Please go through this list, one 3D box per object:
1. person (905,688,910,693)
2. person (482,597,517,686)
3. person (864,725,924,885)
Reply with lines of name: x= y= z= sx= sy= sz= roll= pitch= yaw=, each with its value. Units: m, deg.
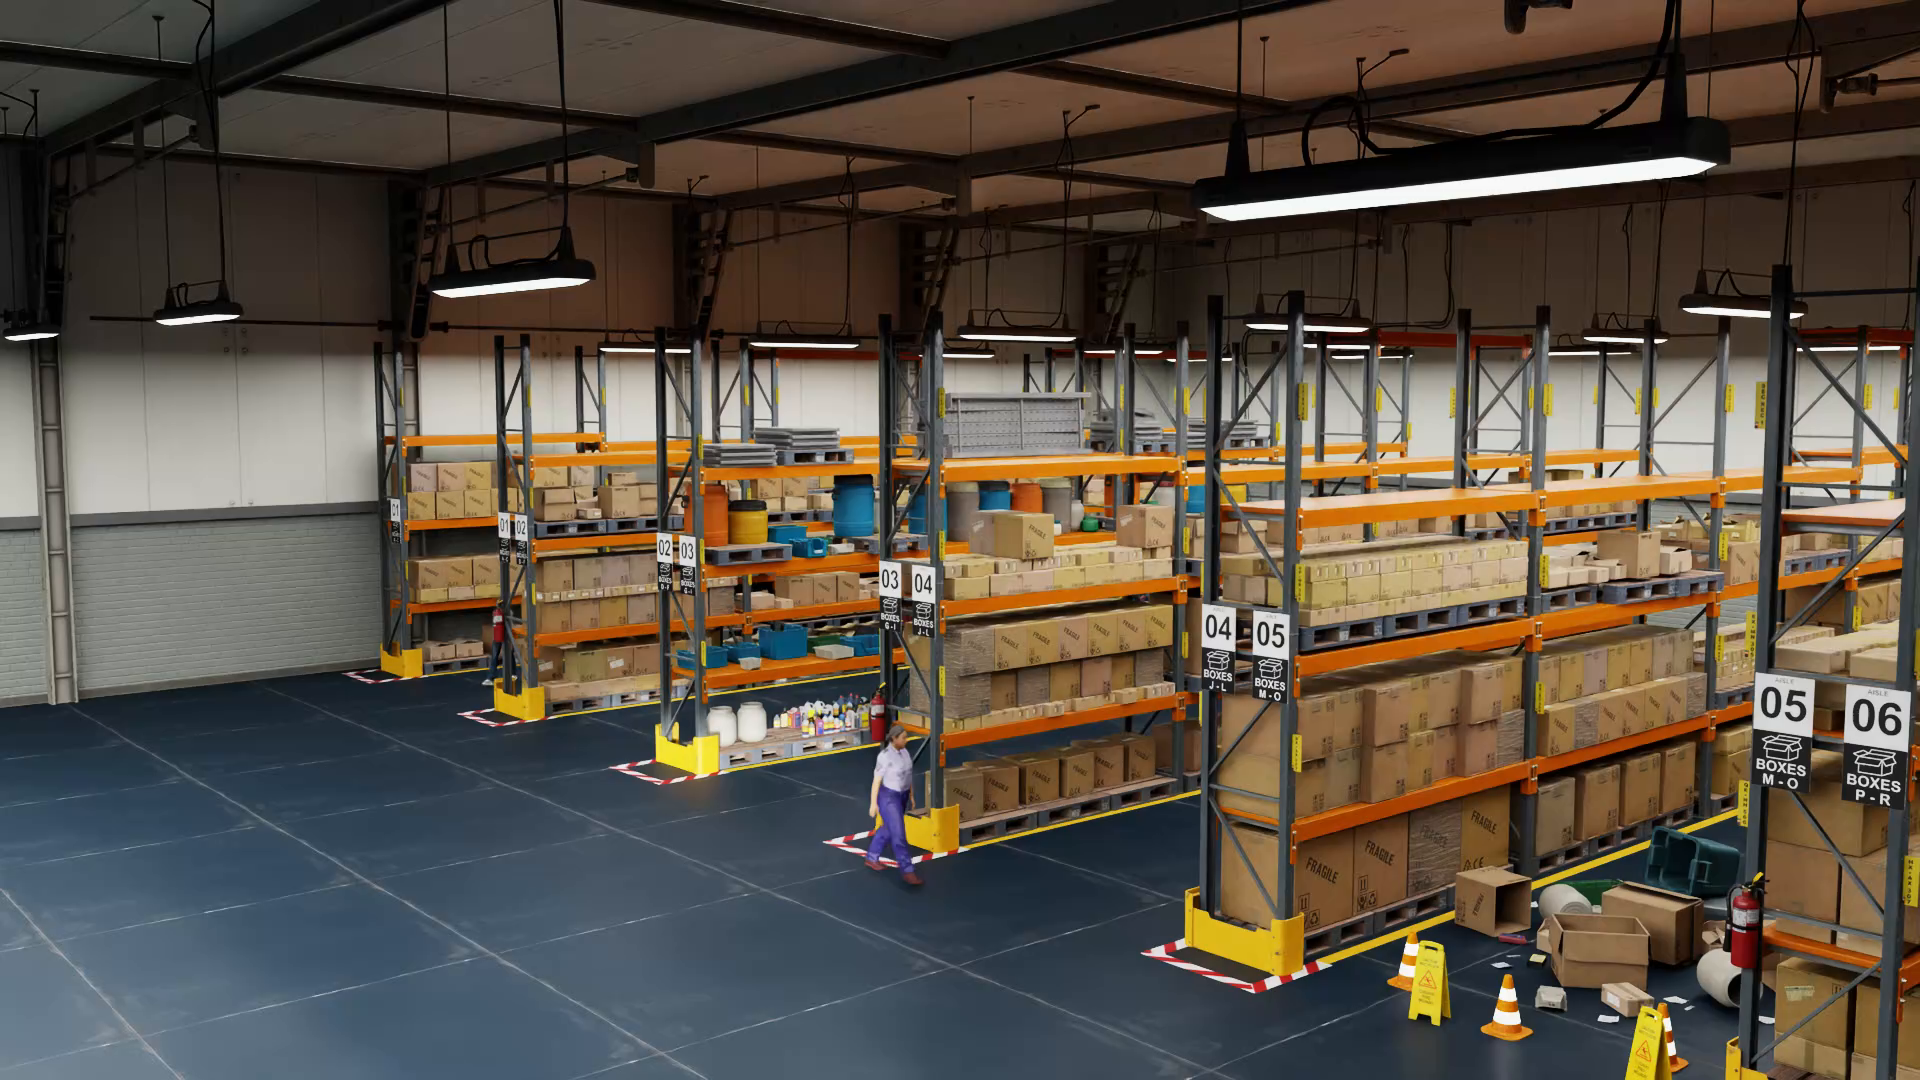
person: x=-0.542 y=1.608 z=26.999 sx=0.953 sy=1.638 sz=0.599 roll=-3 pitch=6 yaw=-28
person: x=-7.961 y=1.746 z=28.860 sx=0.444 sy=1.541 sz=0.975 roll=0 pitch=5 yaw=2
person: x=-0.672 y=2.763 z=17.553 sx=0.907 sy=1.573 sz=0.580 roll=3 pitch=6 yaw=27
